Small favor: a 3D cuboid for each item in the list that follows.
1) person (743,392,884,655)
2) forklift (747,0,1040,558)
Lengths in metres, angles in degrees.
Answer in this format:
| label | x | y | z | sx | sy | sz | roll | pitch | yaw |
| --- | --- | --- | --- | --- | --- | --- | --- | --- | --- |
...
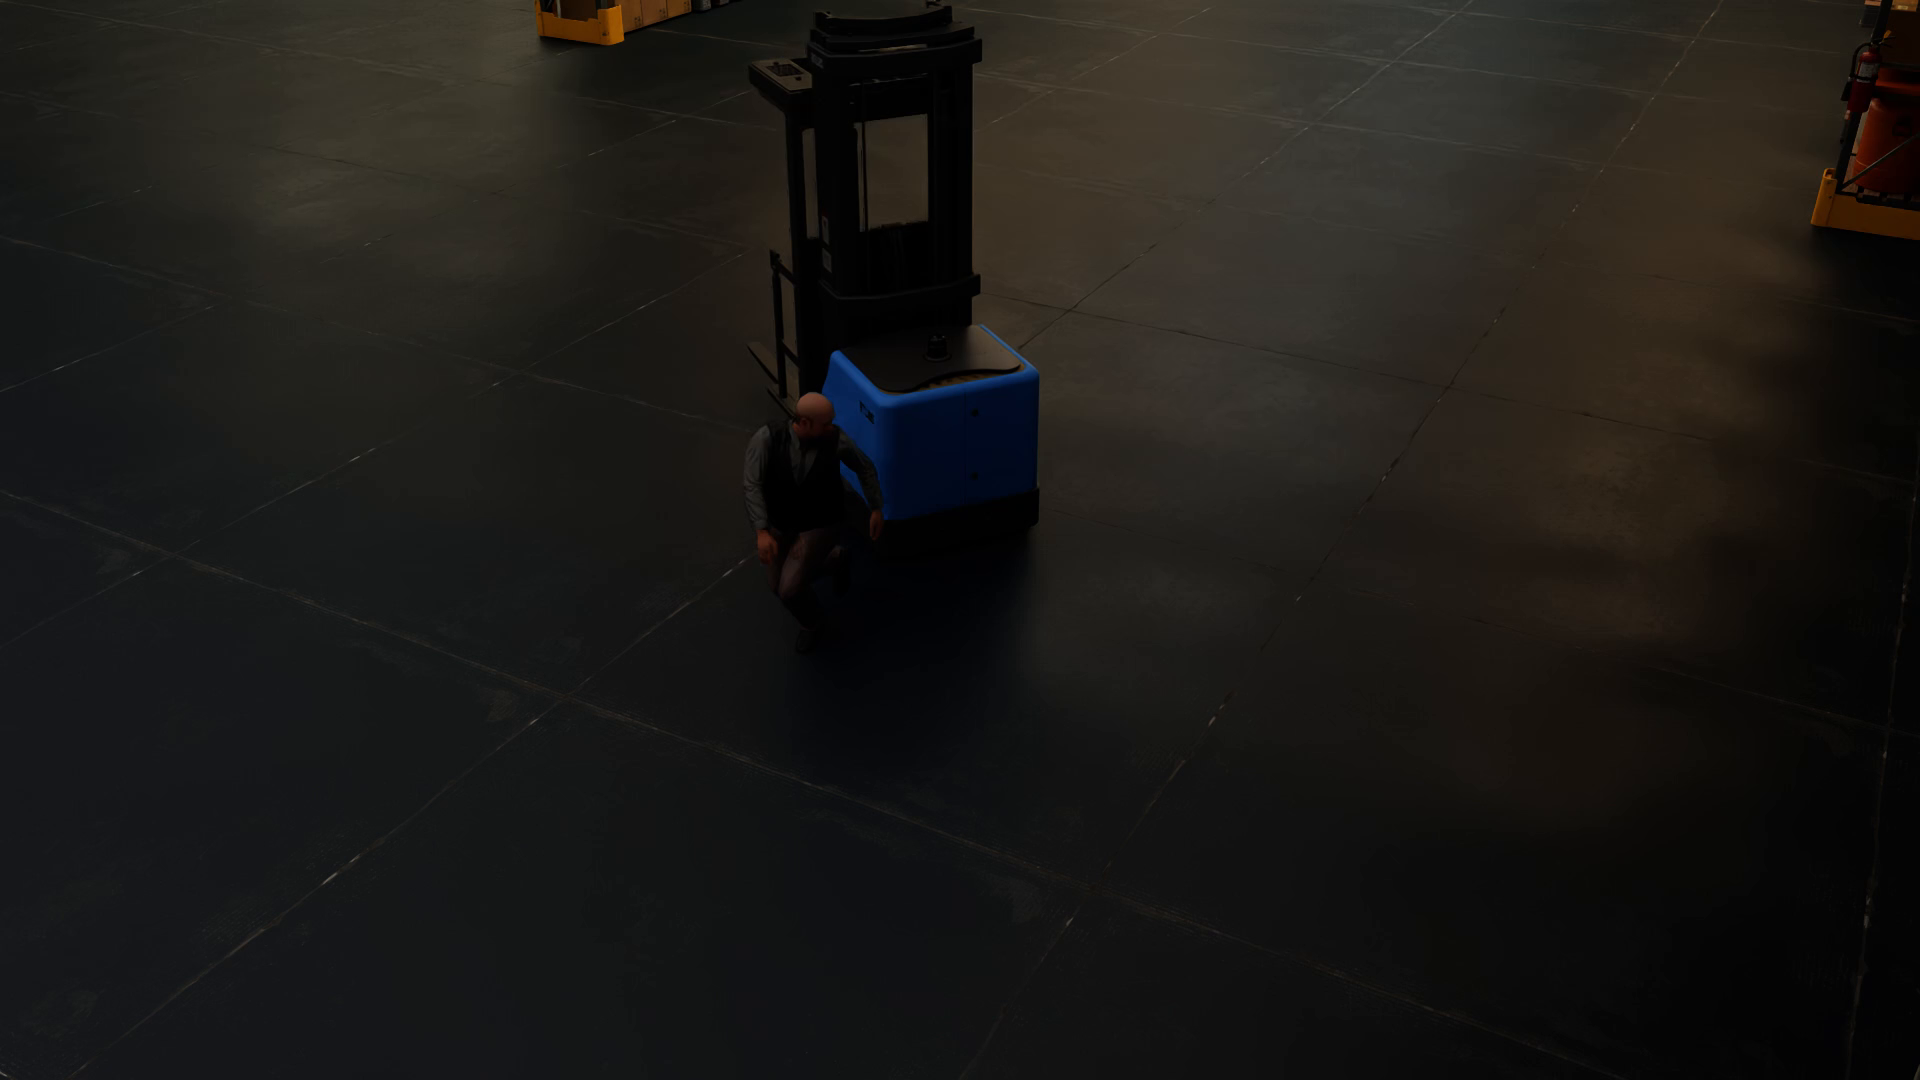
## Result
| label | x | y | z | sx | sy | sz | roll | pitch | yaw |
| --- | --- | --- | --- | --- | --- | --- | --- | --- | --- |
| person | -0.742 | -0.146 | 8.797 | 0.627 | 1.502 | 0.806 | 10 | 31 | 16 |
| forklift | -0.600 | -1.882 | 10.332 | 1.130 | 2.935 | 3.031 | -13 | 32 | -21 |
